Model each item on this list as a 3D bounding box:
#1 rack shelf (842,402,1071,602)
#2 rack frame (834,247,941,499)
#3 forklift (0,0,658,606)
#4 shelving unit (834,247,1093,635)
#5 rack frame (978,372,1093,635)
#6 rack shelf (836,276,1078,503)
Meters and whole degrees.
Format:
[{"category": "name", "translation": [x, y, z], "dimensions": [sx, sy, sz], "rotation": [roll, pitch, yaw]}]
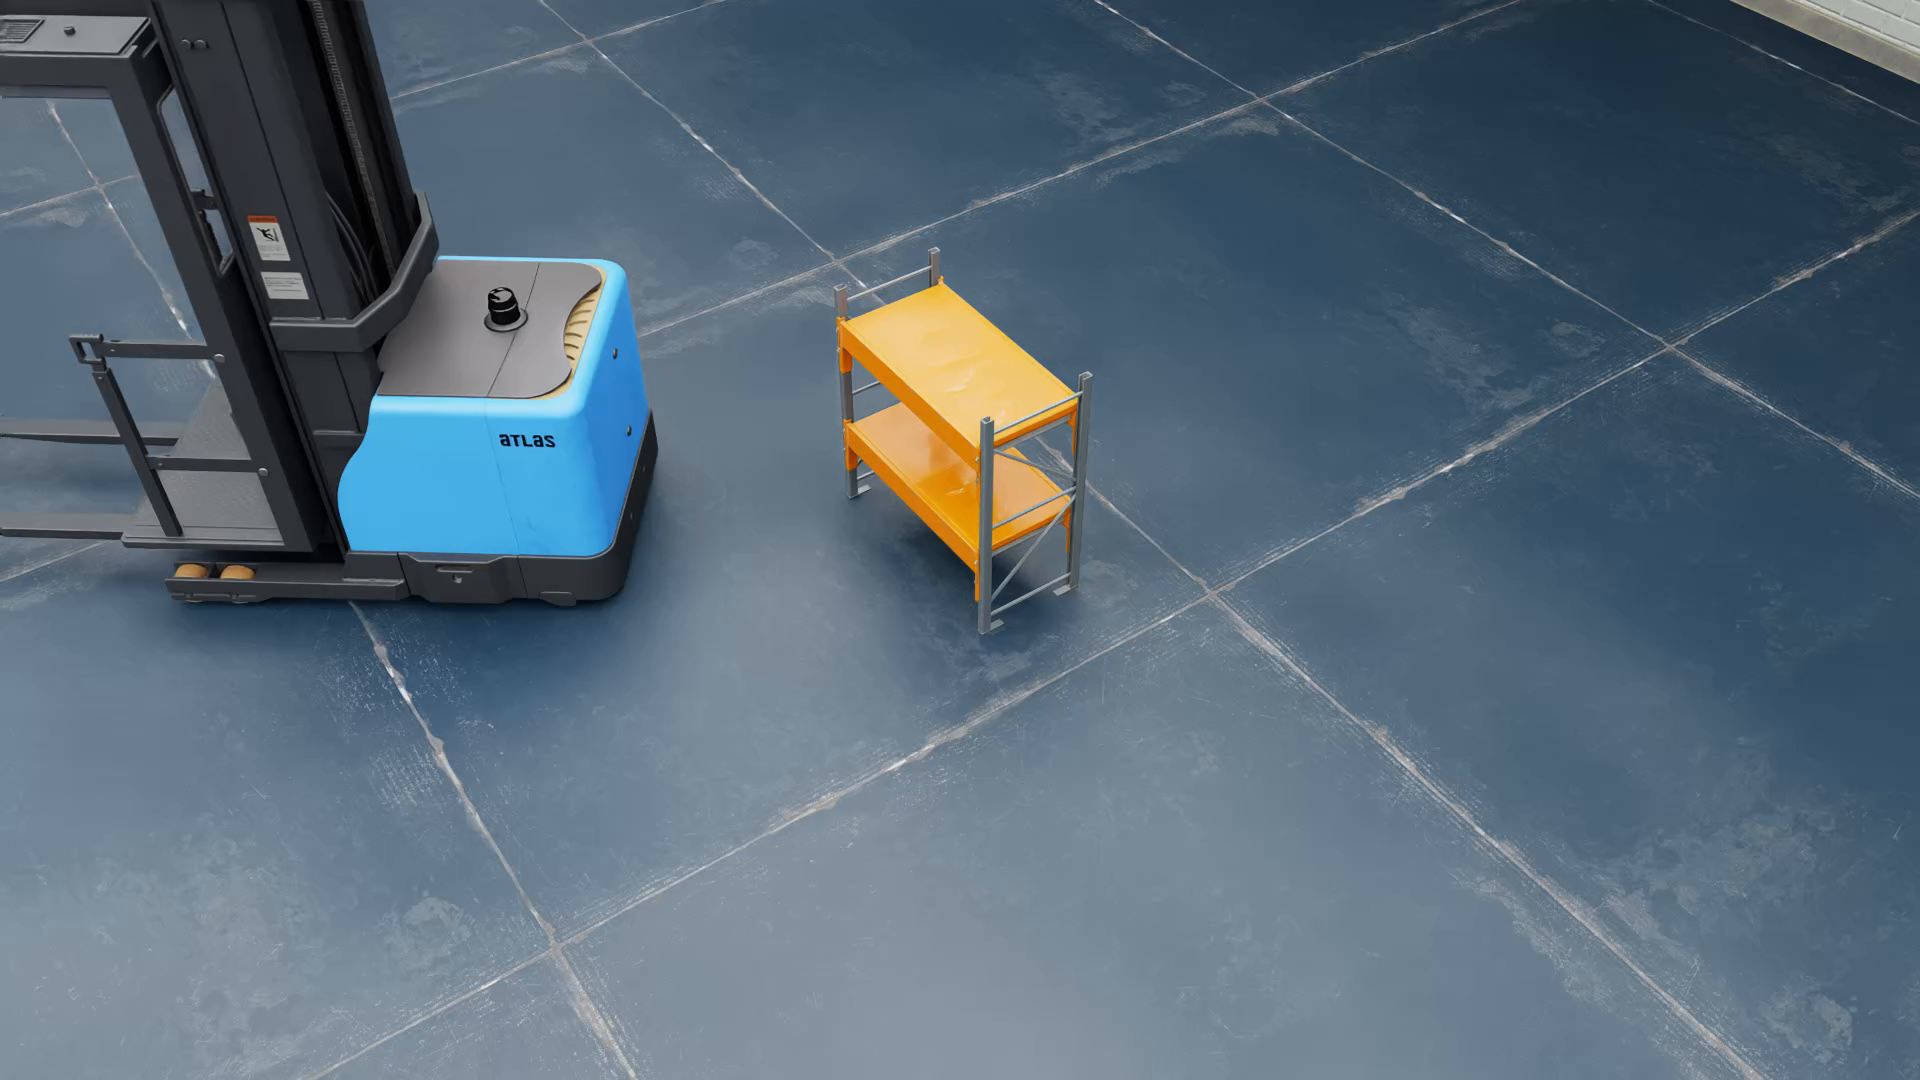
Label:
[{"category": "rack shelf", "translation": [-0.004, -0.234, 7.025], "dimensions": [0.538, 0.278, 1.000], "rotation": [-26, 49, -24]}, {"category": "rack frame", "translation": [-0.295, -0.699, 7.158], "dimensions": [0.500, 1.125, 0.032], "rotation": [-26, 49, -24]}, {"category": "forklift", "translation": [-2.902, -1.158, 6.331], "dimensions": [3.031, 2.935, 1.130], "rotation": [2, 44, 2]}, {"category": "shelving unit", "translation": [-0.004, -0.411, 6.857], "dimensions": [0.538, 1.125, 1.048], "rotation": [-26, 49, -24]}, {"category": "rack frame", "translation": [0.287, -0.123, 6.555], "dimensions": [0.500, 1.125, 0.032], "rotation": [-26, 49, -24]}, {"category": "rack shelf", "translation": [-0.004, -0.622, 6.654], "dimensions": [0.538, 0.278, 1.000], "rotation": [-26, 49, -24]}]
